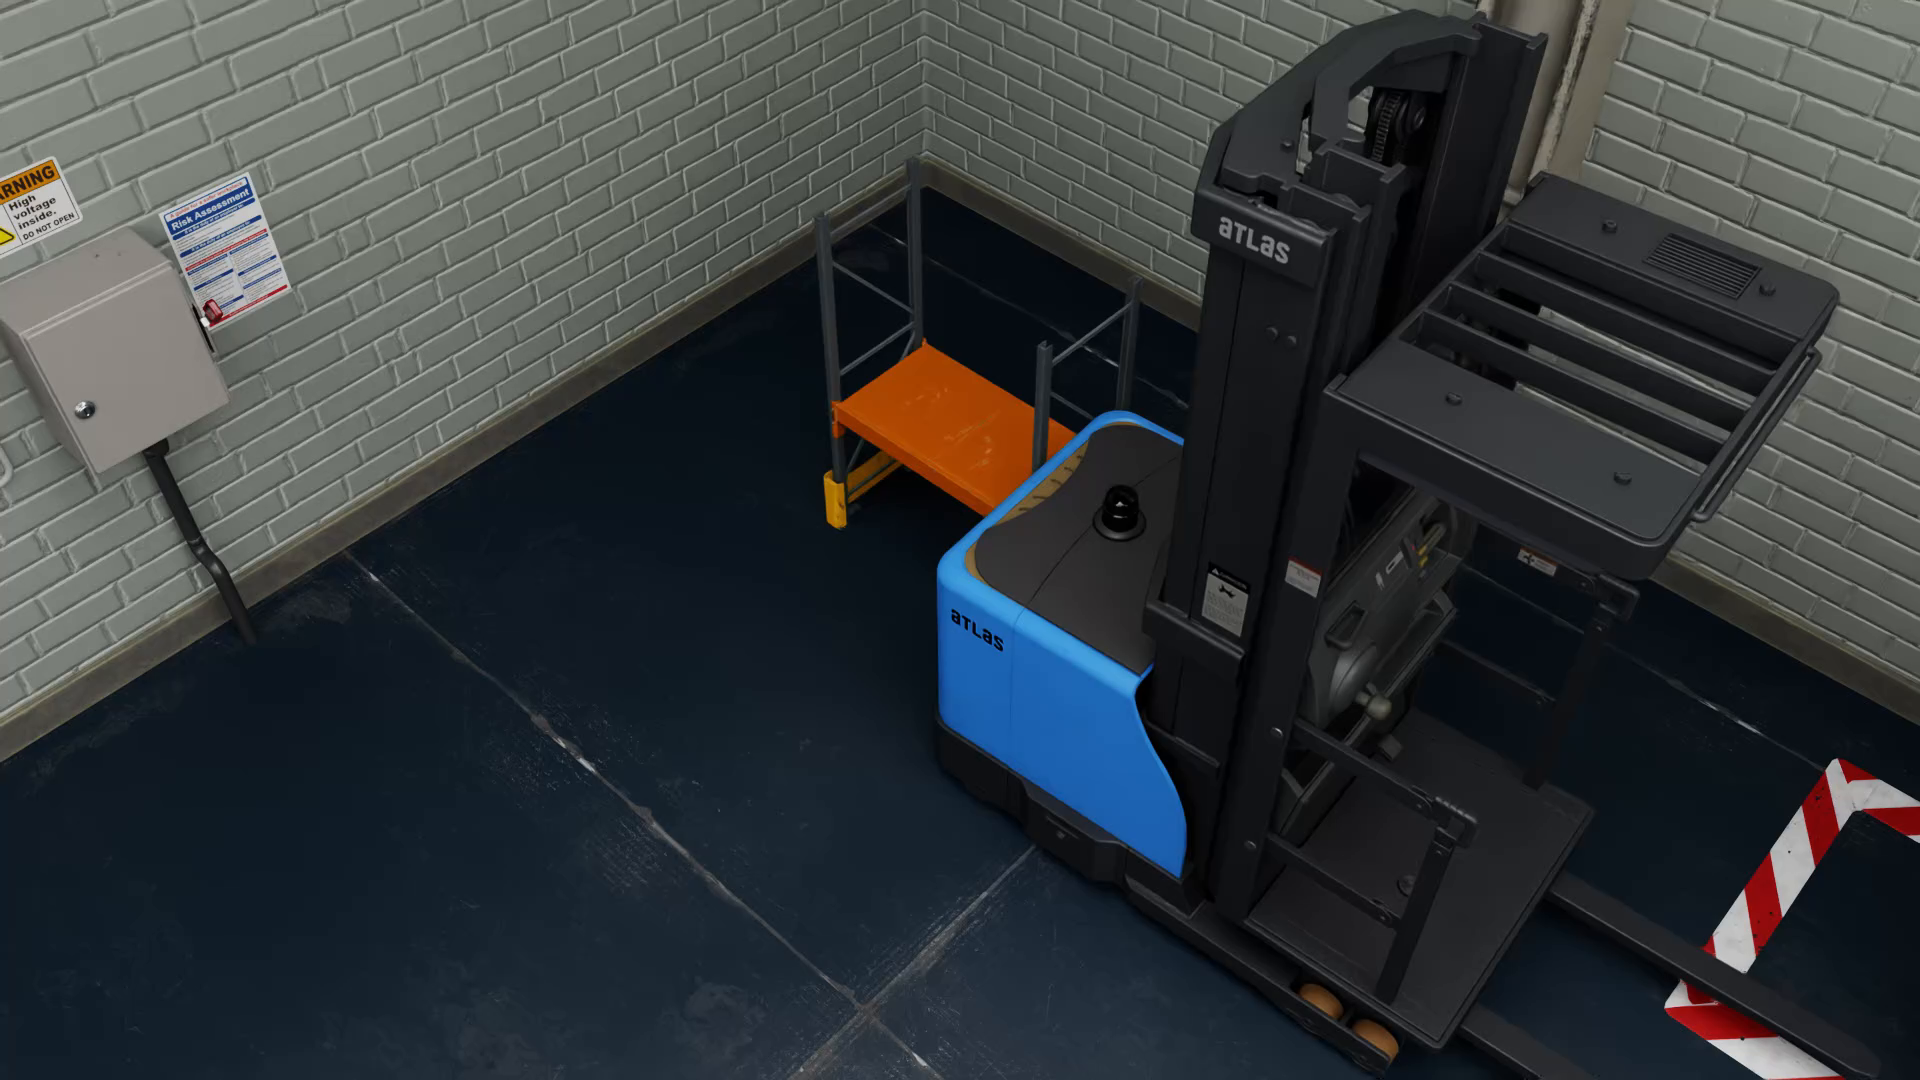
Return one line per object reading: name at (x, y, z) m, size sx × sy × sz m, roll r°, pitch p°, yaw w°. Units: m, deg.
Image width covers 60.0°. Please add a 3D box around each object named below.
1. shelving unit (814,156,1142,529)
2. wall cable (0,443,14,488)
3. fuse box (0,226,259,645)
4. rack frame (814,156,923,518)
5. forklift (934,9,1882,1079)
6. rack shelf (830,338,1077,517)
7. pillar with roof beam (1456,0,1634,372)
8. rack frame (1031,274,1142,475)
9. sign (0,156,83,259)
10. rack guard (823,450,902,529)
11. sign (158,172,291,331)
shelving unit at (0.042, -0.484, 6.175) m, size 1.083 × 1.500 × 0.587 m, roll 34°, pitch 55°, yaw 28°
wall cable at (-3.262, -0.706, 4.658) m, size 0.122 × 1.984 × 0.588 m, roll 34°, pitch 55°, yaw 28°
fuse box at (-2.683, -0.205, 5.768) m, size 0.414 × 1.711 × 0.539 m, roll 34°, pitch 55°, yaw 28°
rack frame at (-0.325, -0.731, 6.405) m, size 0.032 × 1.500 × 0.500 m, roll 34°, pitch 55°, yaw 28°
forklift at (1.374, 0.209, 4.543) m, size 3.031 × 2.935 × 1.130 m, roll 31°, pitch 54°, yaw 26°
rack shelf at (0.049, -0.357, 6.302) m, size 1.000 × 0.185 × 0.538 m, roll 34°, pitch 55°, yaw 28°
pillar with roof beam at (-0.982, -1.041, 1.555) m, size 0.400 × 9.000 × 9.100 m, roll 34°, pitch 55°, yaw 28°
rack frame at (0.423, -0.228, 5.935) m, size 0.032 × 1.500 × 0.500 m, roll 34°, pitch 55°, yaw 28°
sign at (-2.873, -1.001, 5.066) m, size 0.001 × 0.242 × 0.339 m, roll 34°, pitch 55°, yaw 28°
rack guard at (-0.325, -0.303, 6.861) m, size 0.087 × 0.250 × 0.587 m, roll 34°, pitch 55°, yaw 28°
sign at (-2.500, -0.980, 5.678) m, size 0.001 × 0.494 × 0.329 m, roll 34°, pitch 55°, yaw 28°
